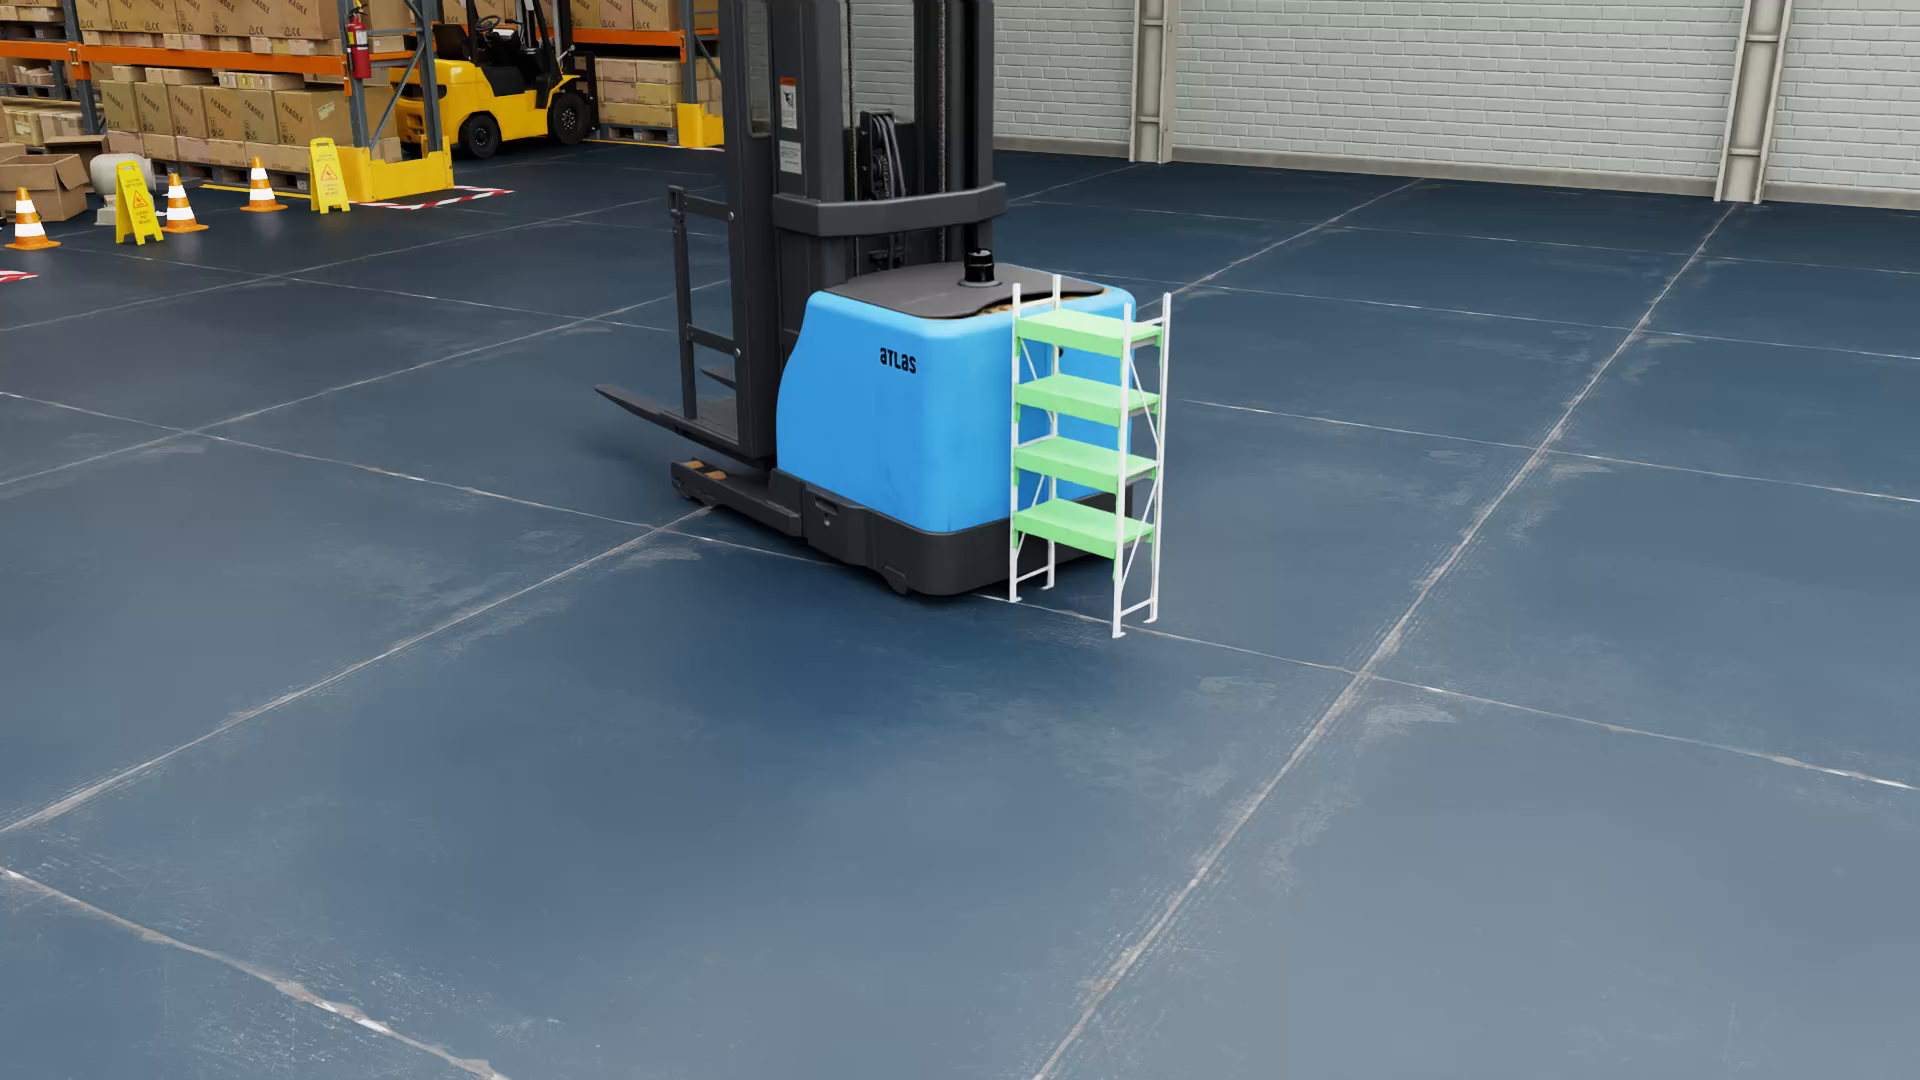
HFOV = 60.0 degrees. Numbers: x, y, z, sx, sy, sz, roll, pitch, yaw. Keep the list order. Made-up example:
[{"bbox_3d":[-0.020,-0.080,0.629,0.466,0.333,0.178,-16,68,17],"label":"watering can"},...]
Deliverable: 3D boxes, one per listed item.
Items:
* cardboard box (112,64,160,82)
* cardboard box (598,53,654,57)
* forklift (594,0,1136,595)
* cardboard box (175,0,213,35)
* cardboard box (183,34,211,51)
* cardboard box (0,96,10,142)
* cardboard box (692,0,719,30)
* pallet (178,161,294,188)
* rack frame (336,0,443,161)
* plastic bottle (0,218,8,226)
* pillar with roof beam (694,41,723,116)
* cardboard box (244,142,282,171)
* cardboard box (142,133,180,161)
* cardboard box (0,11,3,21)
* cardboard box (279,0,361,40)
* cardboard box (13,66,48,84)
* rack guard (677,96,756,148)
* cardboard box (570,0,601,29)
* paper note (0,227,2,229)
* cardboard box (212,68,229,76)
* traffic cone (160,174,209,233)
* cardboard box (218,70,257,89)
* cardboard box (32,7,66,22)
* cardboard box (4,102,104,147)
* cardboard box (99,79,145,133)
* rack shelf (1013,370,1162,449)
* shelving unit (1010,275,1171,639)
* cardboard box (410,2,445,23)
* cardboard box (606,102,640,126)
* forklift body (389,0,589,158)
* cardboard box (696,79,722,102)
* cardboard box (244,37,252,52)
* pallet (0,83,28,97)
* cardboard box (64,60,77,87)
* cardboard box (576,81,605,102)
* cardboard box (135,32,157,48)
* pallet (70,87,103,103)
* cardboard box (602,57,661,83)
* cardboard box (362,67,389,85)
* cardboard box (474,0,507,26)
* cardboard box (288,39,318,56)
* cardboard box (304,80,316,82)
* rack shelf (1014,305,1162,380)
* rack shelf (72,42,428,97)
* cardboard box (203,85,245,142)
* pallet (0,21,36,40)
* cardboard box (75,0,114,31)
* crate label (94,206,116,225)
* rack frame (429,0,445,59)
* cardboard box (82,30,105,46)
[{"bbox_3d":[-8.397,-4.767,16.974,0.250,0.149,0.380,11,23,28],"label":"cardboard box"},{"bbox_3d":[-4.147,-5.915,20.722,0.500,0.250,0.500,11,22,27],"label":"cardboard box"},{"bbox_3d":[-0.626,-1.606,6.993,1.130,2.935,3.031,-15,25,-36],"label":"forklift"},{"bbox_3d":[-7.280,-5.211,16.248,0.500,0.500,0.500,11,23,28],"label":"cardboard box"},{"bbox_3d":[-7.396,-4.907,16.362,0.250,0.149,0.380,11,23,27],"label":"cardboard box"},{"bbox_3d":[-9.702,-4.068,16.236,0.500,0.500,0.500,11,23,27],"label":"cardboard box"},{"bbox_3d":[-3.248,-6.447,20.093,0.500,0.500,0.500,12,23,29],"label":"cardboard box"},{"bbox_3d":[-7.188,-3.807,17.052,1.213,0.211,1.003,11,23,27],"label":"pallet"},{"bbox_3d":[-5.368,-4.757,15.580,0.127,3.000,1.000,11,23,27],"label":"rack frame"},{"bbox_3d":[-8.388,-2.744,14.341,0.283,0.061,0.133,3,20,9],"label":"plastic bottle"},{"bbox_3d":[-5.219,-8.158,16.158,0.400,9.000,9.100,11,23,27],"label":"pillar with roof beam"},{"bbox_3d":[-6.654,-3.804,16.371,0.500,0.250,0.500,11,23,27],"label":"cardboard box"},{"bbox_3d":[-8.005,-4.063,17.083,0.500,0.250,0.500,12,23,30],"label":"cardboard box"},{"bbox_3d":[-10.133,-5.627,17.732,0.250,0.149,0.380,11,23,28],"label":"cardboard box"},{"bbox_3d":[-5.977,-4.952,15.535,0.500,0.500,0.500,10,22,26],"label":"cardboard box"},{"bbox_3d":[-14.368,-7.207,25.729,0.258,0.266,0.396,12,23,29],"label":"cardboard box"},{"bbox_3d":[-2.930,-5.056,20.070,0.348,0.500,1.175,11,23,27],"label":"rack guard"},{"bbox_3d":[-4.404,-6.460,20.128,0.500,0.500,0.500,10,22,26],"label":"cardboard box"},{"bbox_3d":[-8.199,-2.629,14.071,0.144,0.017,0.142,-16,26,-38],"label":"paper note"},{"bbox_3d":[-10.409,-6.594,23.695,0.500,0.500,0.500,12,23,29],"label":"cardboard box"},{"bbox_3d":[-6.617,-2.865,14.084,0.334,0.463,0.336,11,23,27],"label":"traffic cone"},{"bbox_3d":[-6.995,-4.503,16.245,0.250,0.149,0.380,12,23,30],"label":"cardboard box"},{"bbox_3d":[-9.444,-5.505,17.394,0.250,0.149,0.380,11,23,28],"label":"cardboard box"},{"bbox_3d":[-9.949,-4.589,18.355,0.625,0.372,0.950,12,23,31],"label":"cardboard box"},{"bbox_3d":[-8.477,-4.501,17.191,0.500,0.500,0.500,12,23,30],"label":"cardboard box"},{"bbox_3d":[0.451,-0.467,5.876,0.480,0.148,0.258,18,26,40],"label":"rack shelf"},{"bbox_3d":[0.451,-0.301,5.936,0.503,1.200,0.258,18,26,40],"label":"shelving unit"},{"bbox_3d":[-7.010,-6.836,21.531,0.500,0.250,0.500,11,23,29],"label":"cardboard box"},{"bbox_3d":[-3.945,-5.209,20.244,0.500,0.250,0.500,11,23,27],"label":"cardboard box"},{"bbox_3d":[-5.496,-5.608,19.172,1.214,2.155,2.313,11,23,27],"label":"forklift body"},{"bbox_3d":[-3.260,-5.515,20.353,0.500,0.250,0.500,11,23,28],"label":"cardboard box"},{"bbox_3d":[-6.682,-4.814,16.105,0.250,0.149,0.380,11,23,28],"label":"cardboard box"},{"bbox_3d":[-15.095,-7.237,26.506,1.213,0.211,1.003,11,23,27],"label":"pallet"},{"bbox_3d":[-13.115,-7.106,25.105,0.500,0.500,0.500,12,23,30],"label":"cardboard box"},{"bbox_3d":[-4.422,-5.529,20.392,0.500,0.250,0.500,10,22,26],"label":"cardboard box"},{"bbox_3d":[-8.050,-5.043,16.737,0.250,0.149,0.380,12,23,29],"label":"cardboard box"},{"bbox_3d":[-12.699,-6.796,25.290,1.213,0.211,1.003,11,23,27],"label":"pallet"},{"bbox_3d":[-3.954,-5.677,20.066,0.500,0.250,0.500,11,23,28],"label":"cardboard box"},{"bbox_3d":[-7.578,-6.196,22.414,0.625,0.625,0.875,11,22,27],"label":"cardboard box"},{"bbox_3d":[-5.720,-6.714,20.829,0.500,0.500,0.500,11,23,28],"label":"cardboard box"},{"bbox_3d":[-6.074,-4.646,15.643,0.250,0.149,0.380,10,22,27],"label":"cardboard box"},{"bbox_3d":[-6.851,-4.406,16.929,0.500,0.500,0.500,11,23,28],"label":"cardboard box"},{"bbox_3d":[0.451,-0.692,5.794,0.480,0.148,0.258,18,26,40],"label":"rack shelf"},{"bbox_3d":[-7.114,-4.751,16.619,4.000,0.370,1.077,11,23,27],"label":"rack shelf"},{"bbox_3d":[-7.089,-4.241,16.476,0.500,0.500,0.500,10,22,26],"label":"cardboard box"},{"bbox_3d":[-10.604,-5.680,18.406,1.213,0.211,1.003,11,23,27],"label":"pallet"},{"bbox_3d":[-8.612,-5.453,16.915,0.500,0.500,0.500,11,23,27],"label":"cardboard box"},{"bbox_3d":[-7.334,-2.824,14.449,0.298,0.136,0.250,0,20,-1],"label":"crate label"},{"bbox_3d":[-6.443,-6.900,21.489,0.127,3.000,1.000,11,23,27],"label":"rack frame"},{"bbox_3d":[-8.742,-5.156,17.049,0.250,0.149,0.380,11,23,27],"label":"cardboard box"}]
